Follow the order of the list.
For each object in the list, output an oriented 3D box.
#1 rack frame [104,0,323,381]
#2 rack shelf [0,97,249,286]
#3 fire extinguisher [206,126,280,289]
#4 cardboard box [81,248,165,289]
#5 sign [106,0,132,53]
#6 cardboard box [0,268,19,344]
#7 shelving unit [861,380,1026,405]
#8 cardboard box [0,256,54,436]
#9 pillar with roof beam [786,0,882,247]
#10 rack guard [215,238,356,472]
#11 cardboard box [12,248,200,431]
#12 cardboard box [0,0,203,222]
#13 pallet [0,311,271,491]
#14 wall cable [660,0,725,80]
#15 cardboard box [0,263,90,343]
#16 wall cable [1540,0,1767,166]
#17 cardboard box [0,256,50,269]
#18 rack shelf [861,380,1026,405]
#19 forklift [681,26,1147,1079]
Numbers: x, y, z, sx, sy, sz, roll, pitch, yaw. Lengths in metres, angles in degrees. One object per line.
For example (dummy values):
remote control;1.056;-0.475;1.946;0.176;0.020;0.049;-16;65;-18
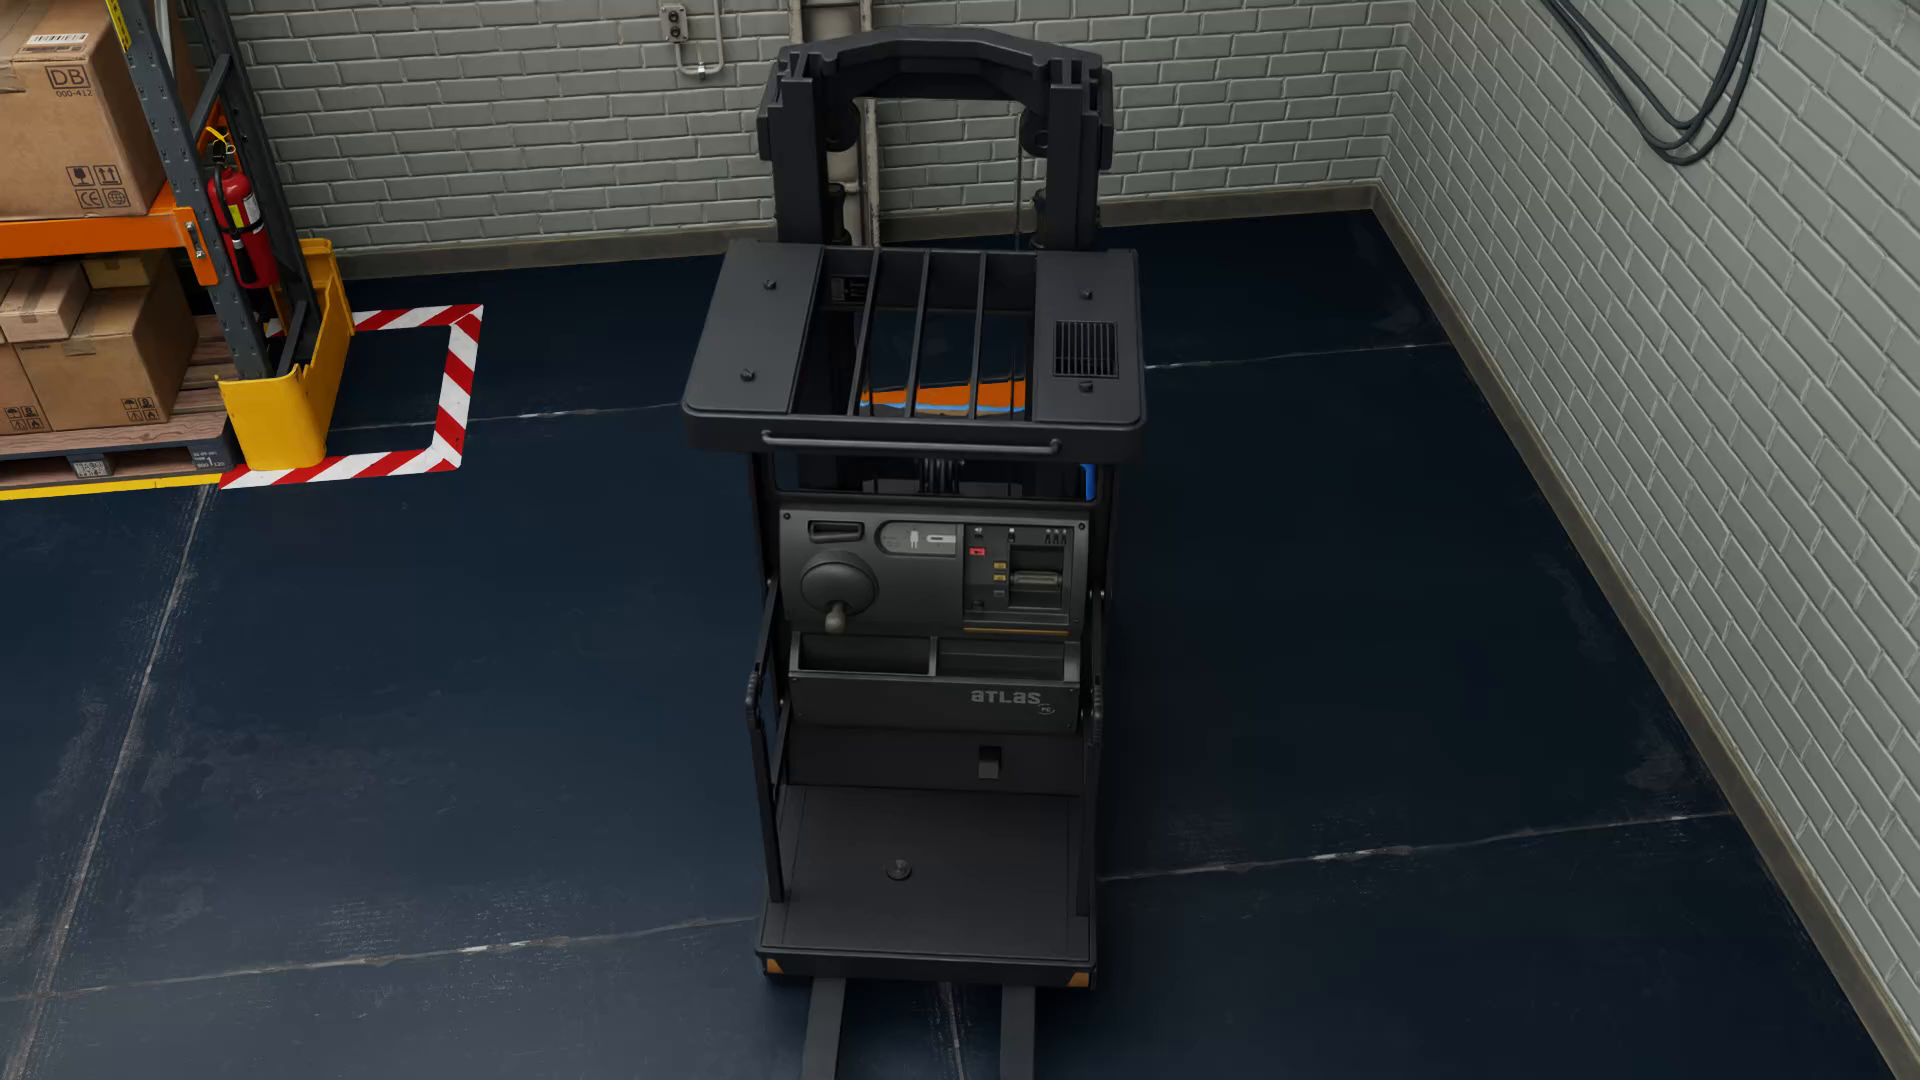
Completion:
rack frame;-3.193;-1.823;7.031;0.127;3.000;1.000;-5;42;-6
rack shelf;-5.176;-1.382;7.080;4.000;0.370;1.077;-5;42;-6
fire extinguisher;-2.983;-1.362;6.857;0.183;0.674;0.296;-5;42;-6
cardboard box;-3.776;-1.308;7.529;0.250;0.149;0.380;-5;42;-5
sign;-3.136;-1.979;6.163;0.005;0.325;0.100;-5;42;-6
cardboard box;-4.231;-1.009;7.198;0.250;0.149;0.380;-4;42;-4
shelving unit;-0.076;-0.550;6.740;1.083;1.500;0.587;-5;42;-6
cardboard box;-4.370;-0.880;7.538;0.500;0.500;0.700;-5;42;-6
pillar with roof beam;-0.070;-2.000;2.749;0.400;9.000;9.100;-5;42;-6
rack guard;-3.169;-0.897;7.871;0.348;0.500;1.175;-5;42;-6
cardboard box;-3.874;-0.923;7.587;0.500;0.500;0.700;-5;42;-6
cardboard box;-3.697;-1.883;6.874;0.700;0.700;0.980;-3;42;-4
pallet;-3.976;-0.666;7.831;1.213;0.211;1.003;-5;42;-6
wall cable;-2.046;-2.939;7.511;1.851;1.984;0.084;-5;42;-6
cardboard box;-3.978;-1.032;7.223;0.250;0.149;0.380;-5;42;-6
wall cable;2.462;-3.151;6.343;0.112;2.526;3.097;-5;42;-6
cardboard box;-4.278;-1.263;7.479;0.250;0.149;0.380;-5;42;-5
rack shelf;-0.085;-0.416;6.860;1.000;0.185;0.538;-5;42;-6
forklift;-0.088;0.181;4.861;1.130;2.935;3.031;2;42;2
